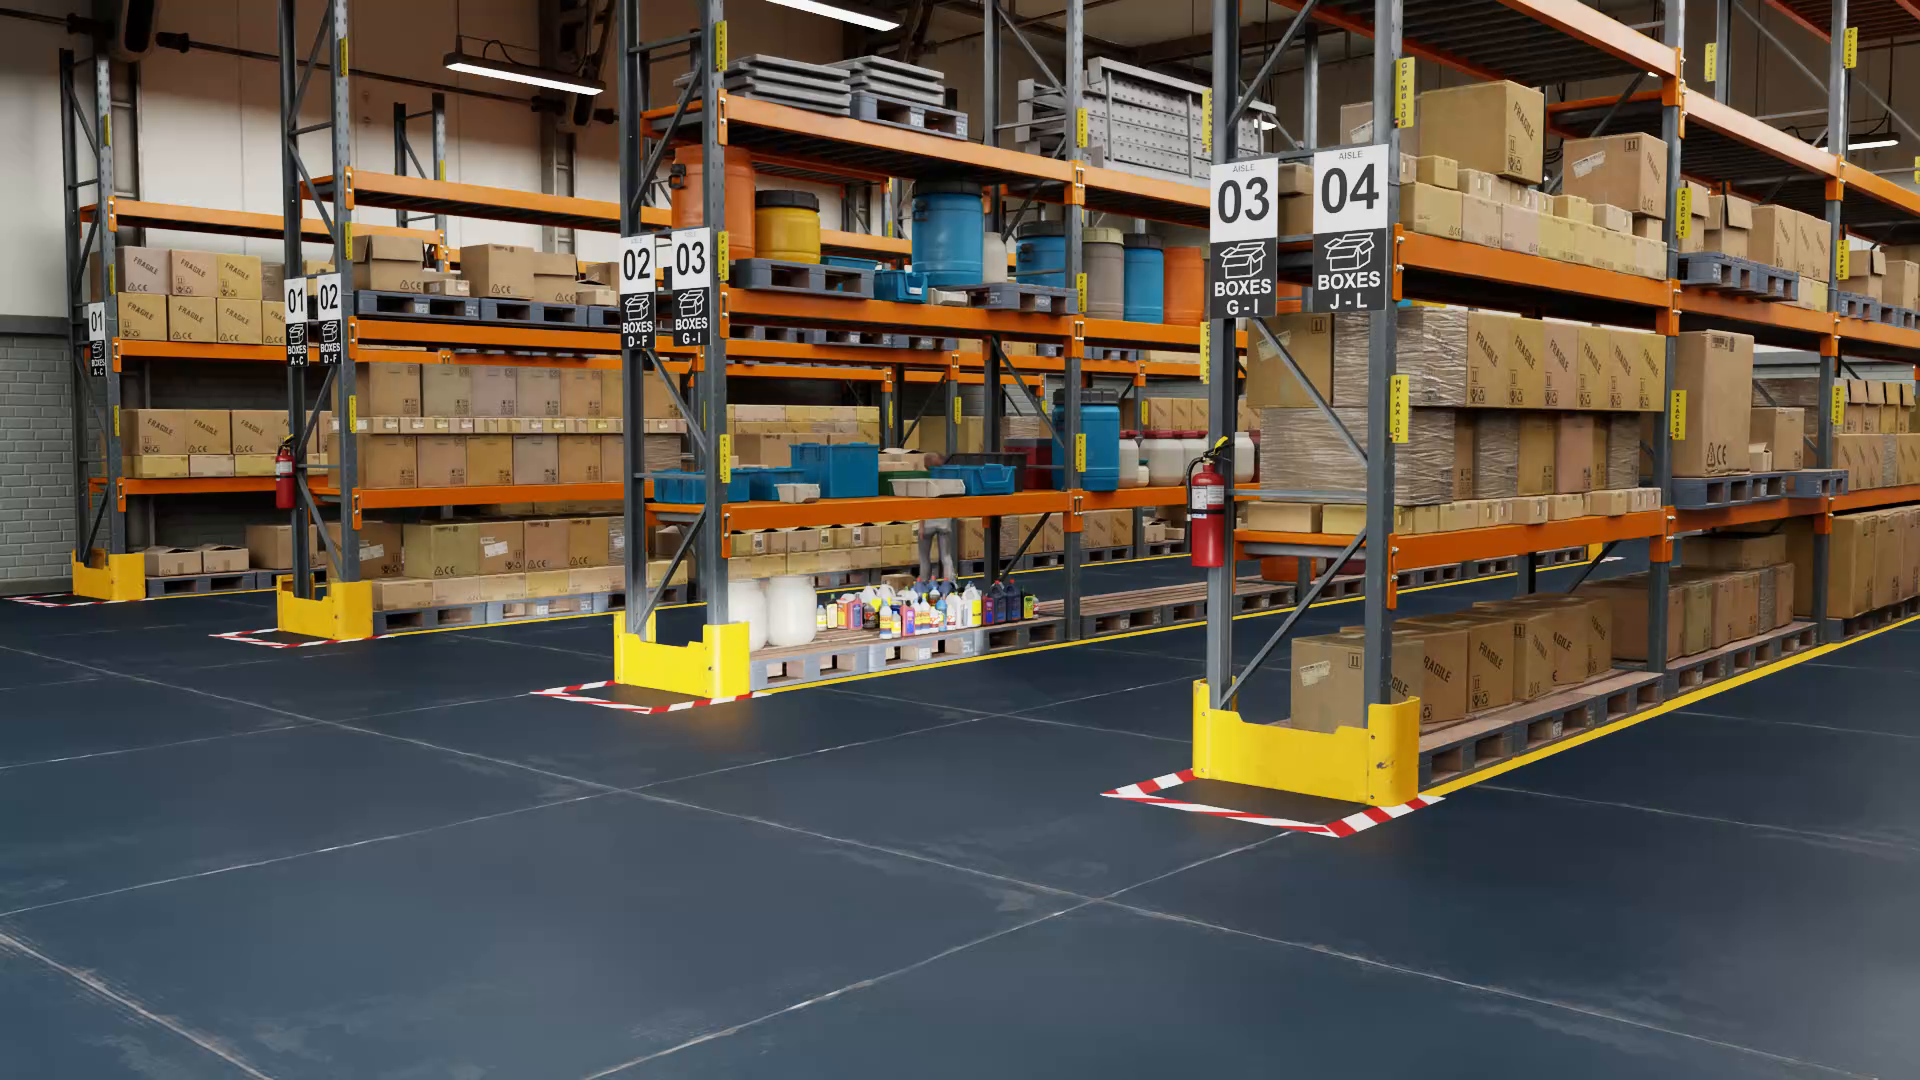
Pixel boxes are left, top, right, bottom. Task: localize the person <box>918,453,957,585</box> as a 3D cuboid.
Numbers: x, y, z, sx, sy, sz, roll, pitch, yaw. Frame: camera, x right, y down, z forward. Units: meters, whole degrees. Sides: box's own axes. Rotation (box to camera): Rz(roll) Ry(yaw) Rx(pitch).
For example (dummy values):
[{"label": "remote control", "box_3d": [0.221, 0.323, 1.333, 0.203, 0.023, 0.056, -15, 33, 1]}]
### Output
[{"label": "person", "box_3d": [-0.257, -0.141, 17.712, 0.419, 1.570, 0.778, -1, 4, -20]}]
